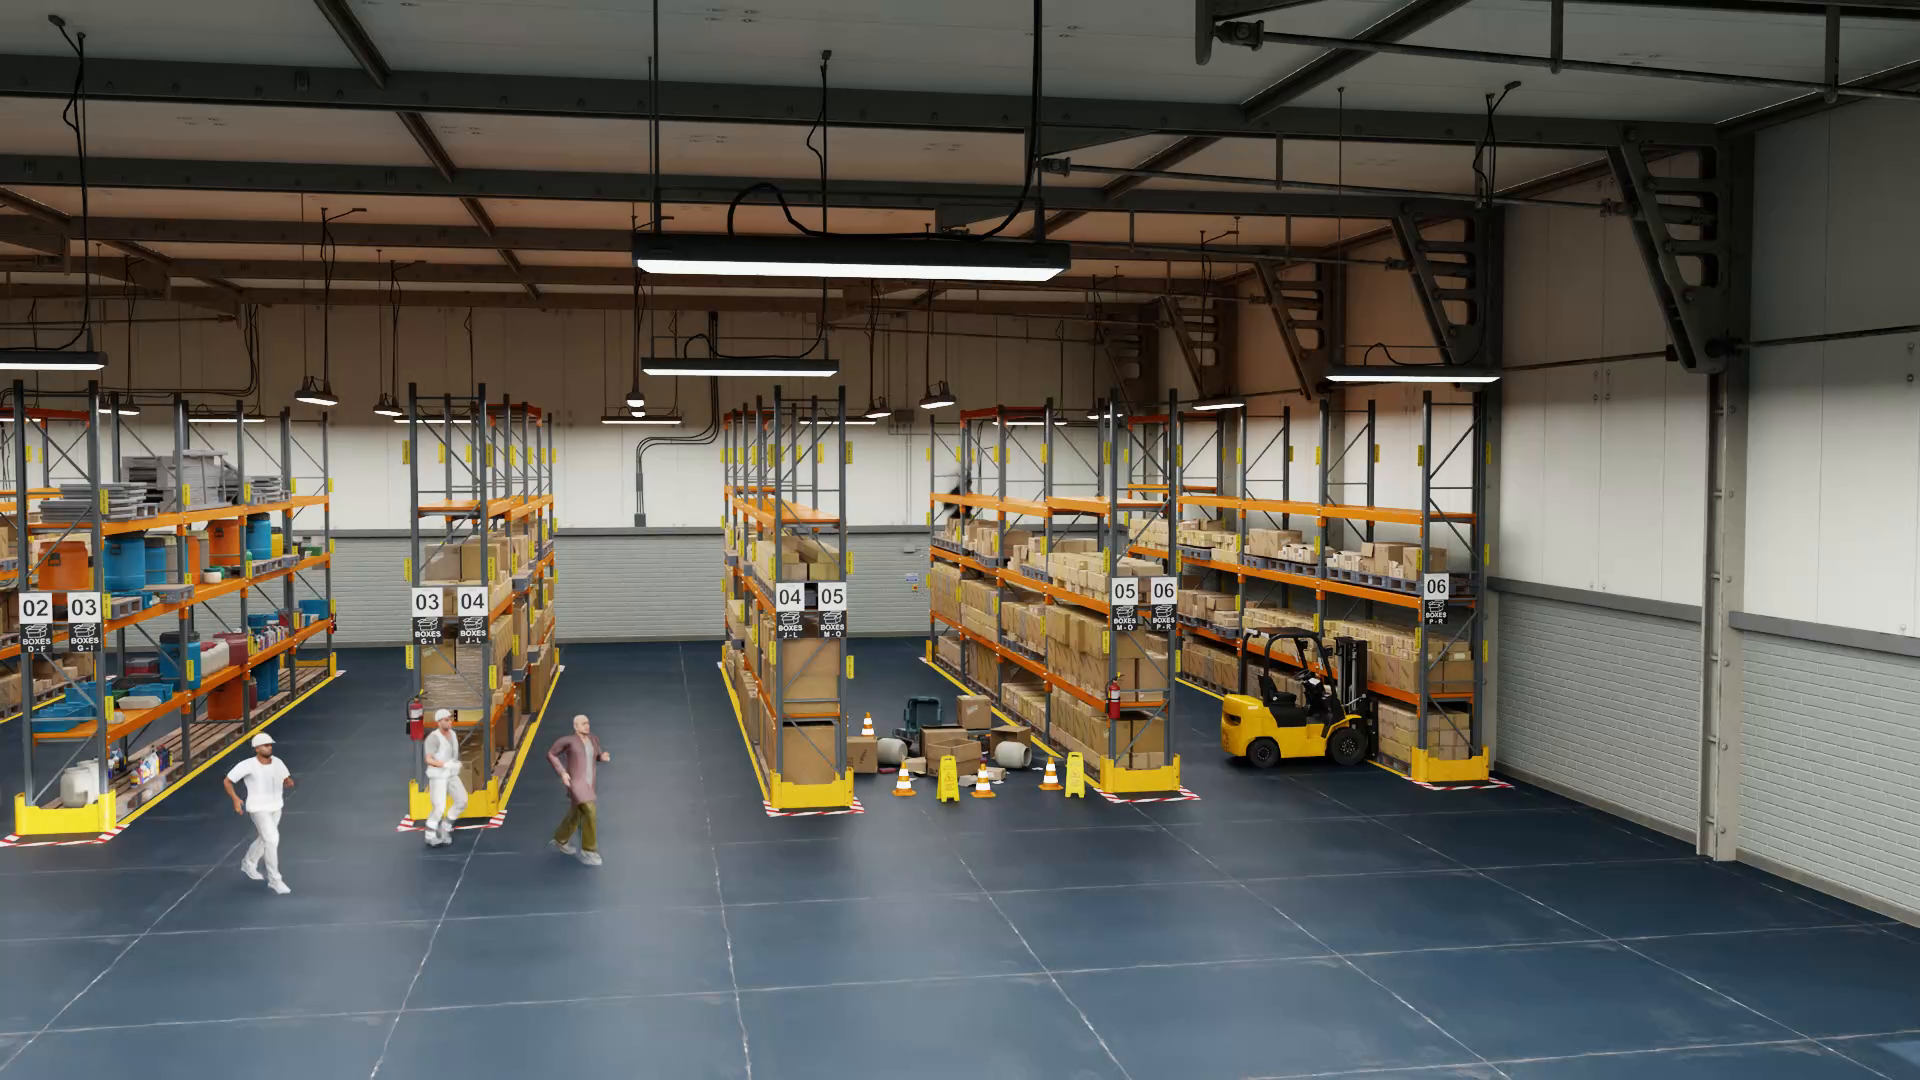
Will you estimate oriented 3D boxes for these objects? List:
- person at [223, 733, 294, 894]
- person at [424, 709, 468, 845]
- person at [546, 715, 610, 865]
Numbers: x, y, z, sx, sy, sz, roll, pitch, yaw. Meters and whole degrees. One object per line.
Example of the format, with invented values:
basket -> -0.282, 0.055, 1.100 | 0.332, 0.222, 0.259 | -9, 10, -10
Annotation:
person -> -8.024, 3.127, 19.191 | 0.876, 1.802, 0.686 | 1, 3, 22
person -> -6.546, 3.042, 21.269 | 0.682, 1.774, 0.696 | 2, 3, 27
person -> -4.714, 3.077, 20.620 | 0.855, 1.852, 0.669 | 1, 3, 25
